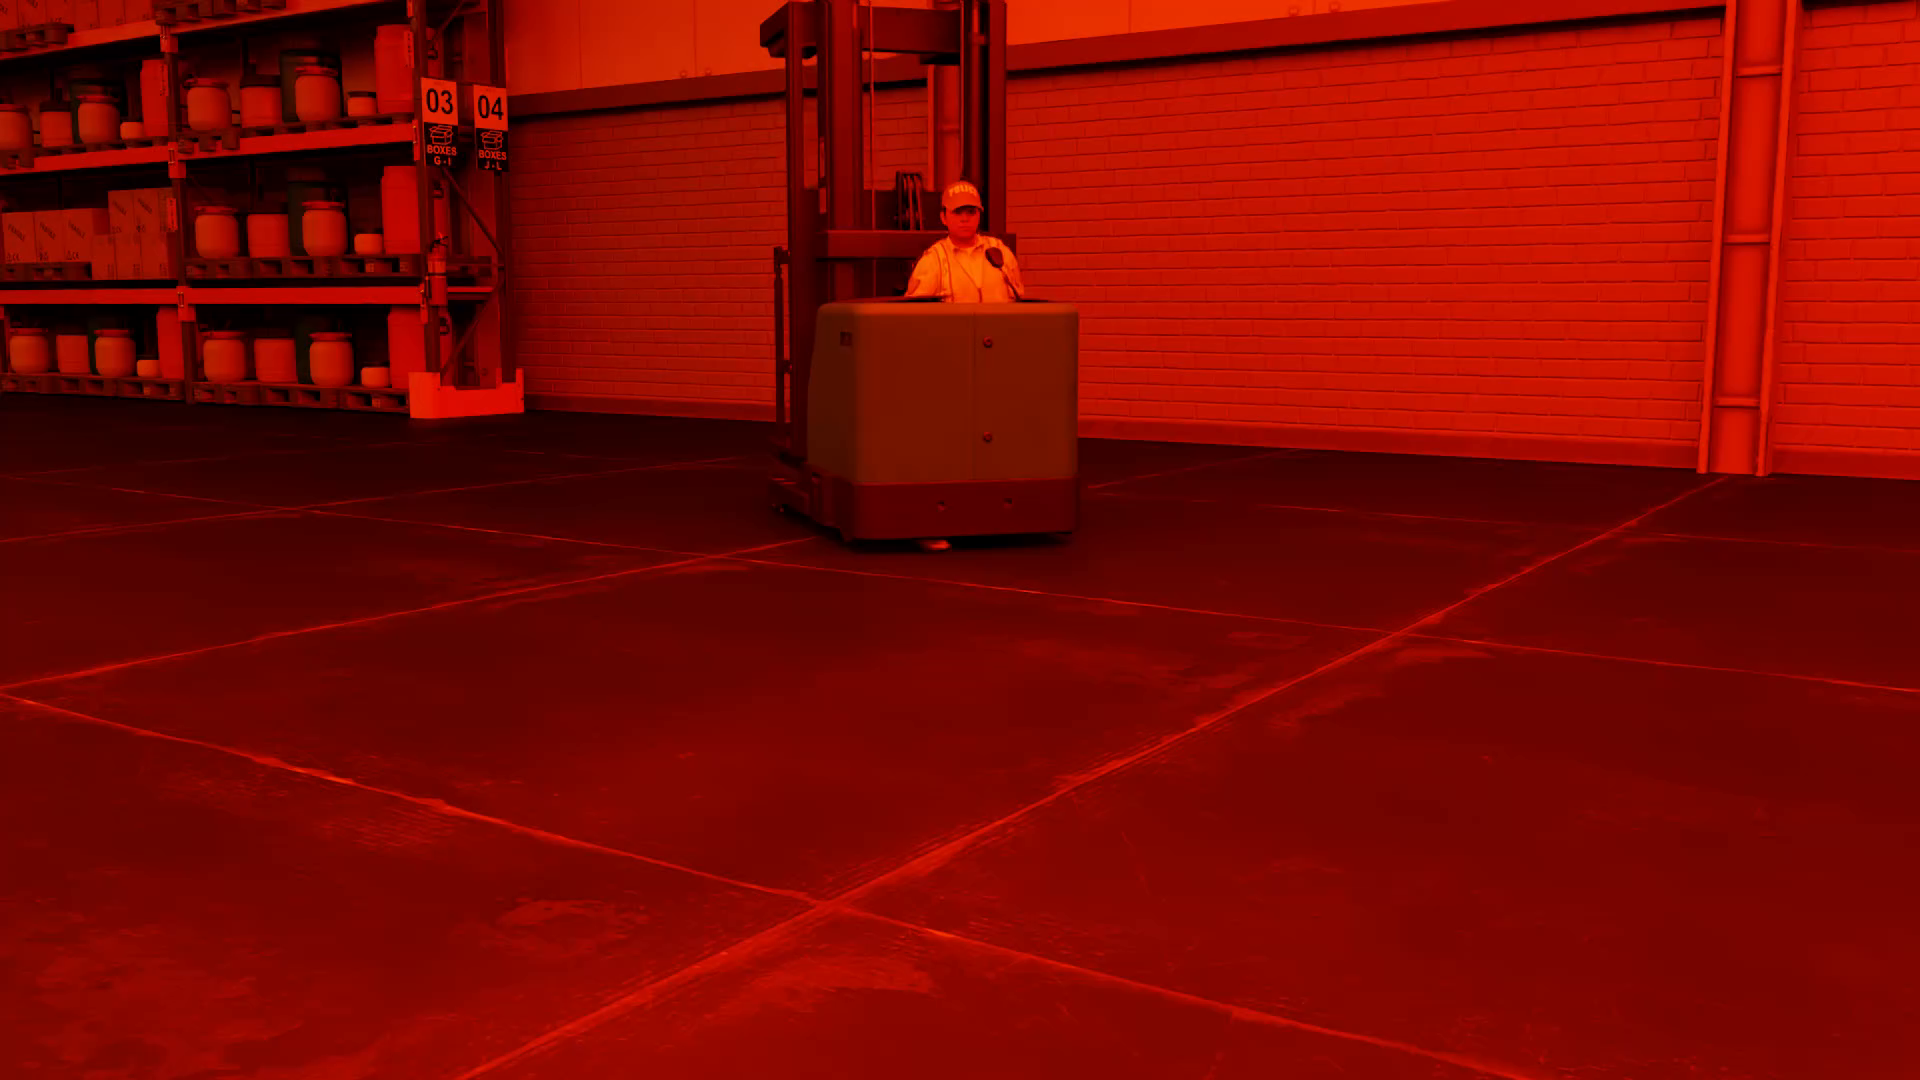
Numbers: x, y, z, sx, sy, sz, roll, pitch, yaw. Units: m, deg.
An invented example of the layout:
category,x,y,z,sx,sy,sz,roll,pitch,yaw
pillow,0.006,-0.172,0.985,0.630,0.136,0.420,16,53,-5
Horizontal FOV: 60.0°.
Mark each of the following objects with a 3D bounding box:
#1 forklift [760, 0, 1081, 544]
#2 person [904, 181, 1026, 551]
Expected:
category,x,y,z,sx,sy,sz,roll,pitch,yaw
forklift,-0.388,-1.603,8.466,1.130,2.935,3.031,-3,8,-17
person,0.028,-0.775,7.367,0.685,1.605,0.478,-2,8,-11
